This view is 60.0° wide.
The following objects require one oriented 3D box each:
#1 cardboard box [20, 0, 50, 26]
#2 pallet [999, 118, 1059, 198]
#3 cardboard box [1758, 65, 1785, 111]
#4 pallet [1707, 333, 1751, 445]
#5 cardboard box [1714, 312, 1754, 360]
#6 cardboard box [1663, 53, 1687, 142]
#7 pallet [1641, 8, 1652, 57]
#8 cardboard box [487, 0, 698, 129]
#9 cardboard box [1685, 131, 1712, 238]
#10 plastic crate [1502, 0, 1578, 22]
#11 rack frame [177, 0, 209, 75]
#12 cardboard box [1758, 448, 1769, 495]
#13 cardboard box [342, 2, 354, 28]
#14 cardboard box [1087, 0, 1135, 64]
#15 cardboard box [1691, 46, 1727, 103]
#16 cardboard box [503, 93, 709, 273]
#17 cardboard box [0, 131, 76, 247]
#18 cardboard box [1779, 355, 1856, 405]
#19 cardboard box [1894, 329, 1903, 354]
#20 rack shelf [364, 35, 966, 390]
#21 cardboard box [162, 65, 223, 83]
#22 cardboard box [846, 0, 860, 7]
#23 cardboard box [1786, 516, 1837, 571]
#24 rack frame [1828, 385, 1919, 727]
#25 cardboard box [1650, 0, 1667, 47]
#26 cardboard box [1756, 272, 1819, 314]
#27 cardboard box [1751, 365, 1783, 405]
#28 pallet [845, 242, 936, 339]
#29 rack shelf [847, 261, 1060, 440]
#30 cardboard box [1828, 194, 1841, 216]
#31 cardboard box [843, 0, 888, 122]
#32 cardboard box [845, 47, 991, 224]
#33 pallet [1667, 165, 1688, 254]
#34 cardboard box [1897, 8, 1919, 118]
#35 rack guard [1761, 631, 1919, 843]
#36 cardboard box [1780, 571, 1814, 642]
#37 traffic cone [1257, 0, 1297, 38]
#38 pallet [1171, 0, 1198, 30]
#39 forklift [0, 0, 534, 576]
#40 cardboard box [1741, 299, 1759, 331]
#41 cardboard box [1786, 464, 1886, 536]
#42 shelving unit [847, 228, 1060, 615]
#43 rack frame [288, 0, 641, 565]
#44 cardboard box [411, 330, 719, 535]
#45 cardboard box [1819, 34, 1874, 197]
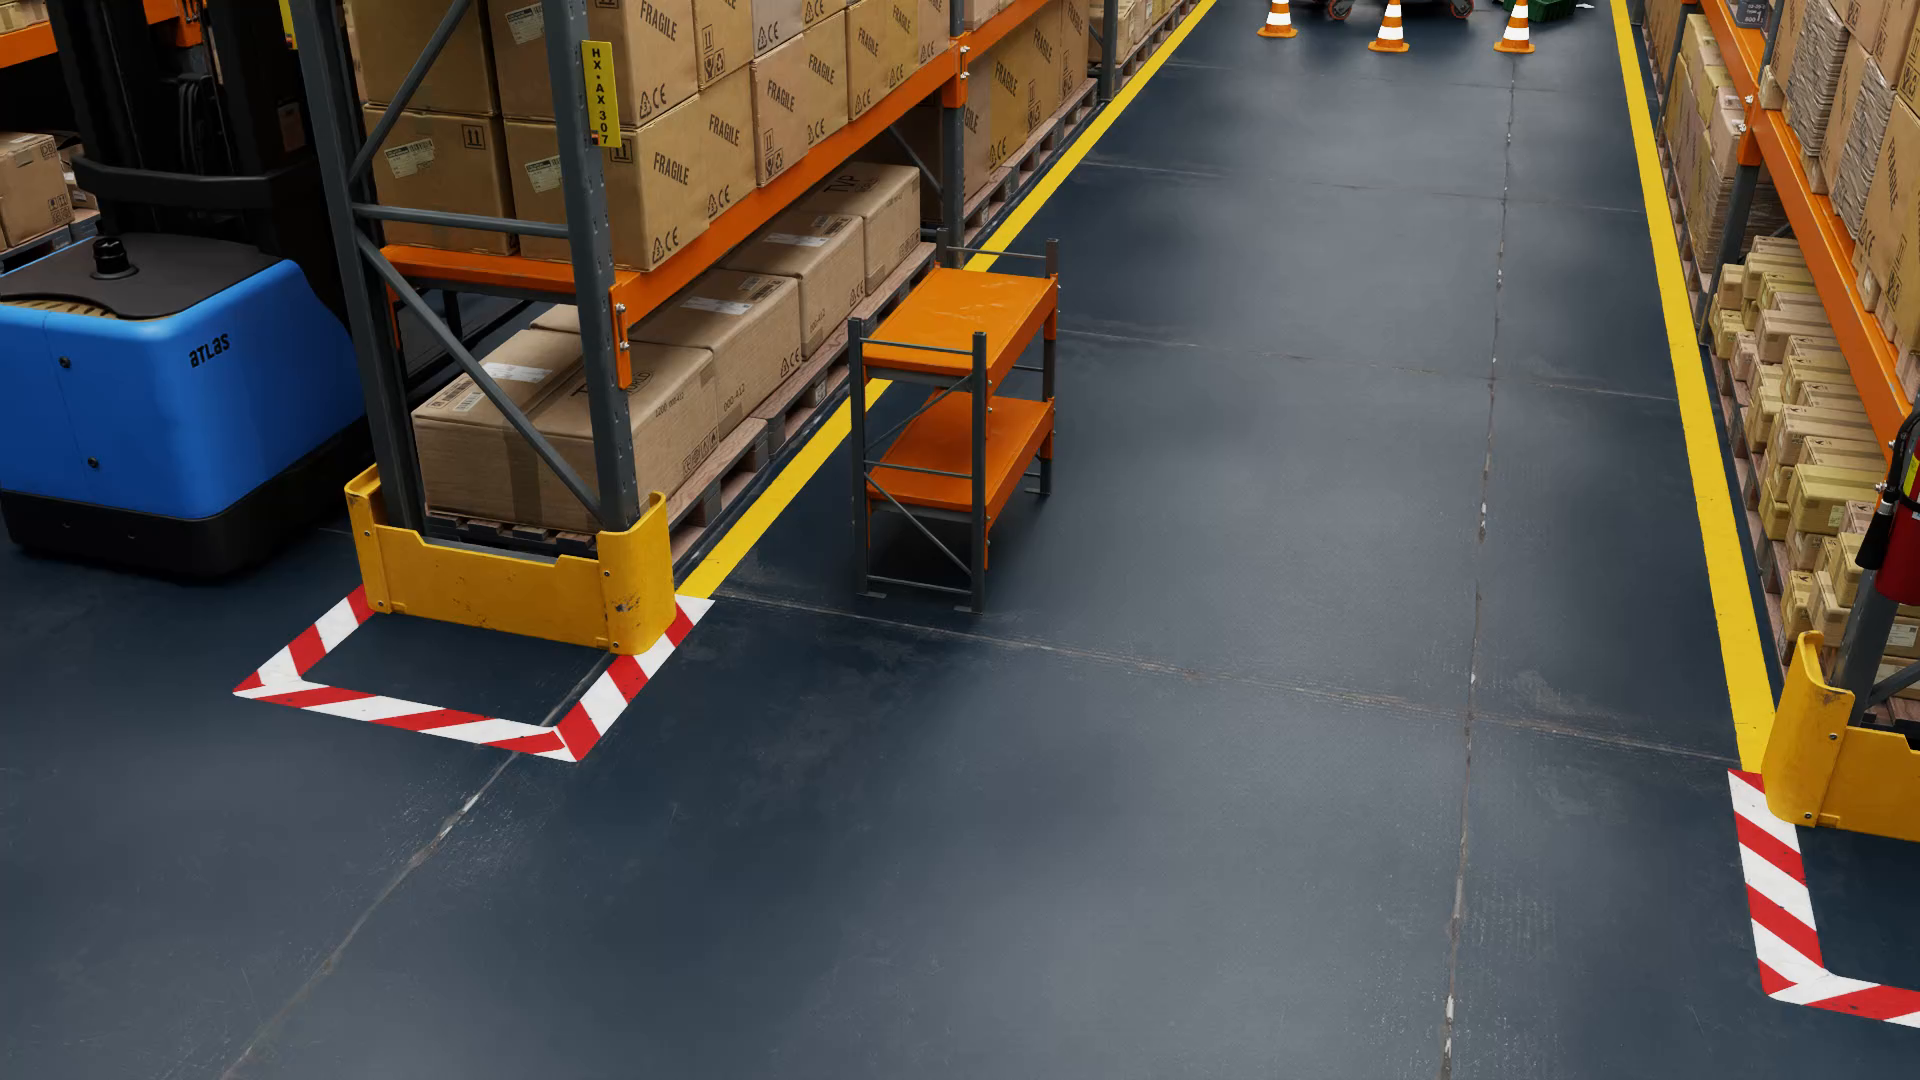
[{"bbox_3d":[-5.284,-2.964,9.251,0.380,0.149,0.250,9,30,16],"label":"cardboard box"},{"bbox_3d":[0.037,-2.637,11.274,1.003,0.211,1.213,8,30,15],"label":"pallet"},{"bbox_3d":[3.892,-2.064,7.632,0.380,0.149,0.250,10,31,17],"label":"cardboard box"},{"bbox_3d":[4.125,-0.723,7.832,1.003,0.211,1.213,8,30,15],"label":"pallet"},{"bbox_3d":[3.796,-0.949,7.871,0.380,0.149,0.250,9,30,16],"label":"cardboard box"},{"bbox_3d":[5.010,-2.916,11.046,0.500,0.500,0.500,7,30,13],"label":"cardboard box"},{"bbox_3d":[6.482,-4.388,14.421,1.003,0.211,1.213,8,30,15],"label":"pallet"},{"bbox_3d":[-1.235,-1.722,5.628,0.500,0.500,0.500,8,30,14],"label":"cardboard box"},{"bbox_3d":[4.415,-1.968,9.341,0.500,0.500,0.500,8,30,14],"label":"cardboard box"},{"bbox_3d":[5.435,-5.040,15.558,0.662,0.188,0.450,-24,47,-37],"label":"plastic crate"},{"bbox_3d":[-5.220,-3.624,10.179,1.000,3.000,0.127,8,30,15],"label":"rack frame"},{"bbox_3d":[3.382,-0.224,6.568,0.380,0.149,0.250,9,30,16],"label":"cardboard box"},{"bbox_3d":[-4.537,-3.743,11.866,0.380,0.149,0.250,10,30,17],"label":"cardboard box"},{"bbox_3d":[0.876,-4.073,13.257,0.950,0.372,0.625,6,30,11],"label":"cardboard box"},{"bbox_3d":[4.722,-2.786,10.041,0.500,0.250,0.500,9,30,15],"label":"cardboard box"},{"bbox_3d":[-1.233,-1.285,5.871,0.500,0.500,0.500,8,30,14],"label":"cardboard box"},{"bbox_3d":[-5.531,-2.001,9.401,0.700,0.500,0.500,7,30,13],"label":"cardboard box"},{"bbox_3d":[3.505,-0.603,6.637,0.380,0.149,0.250,9,30,15],"label":"cardboard box"},{"bbox_3d":[3.048,-0.592,4.987,0.380,0.149,0.250,8,30,15],"label":"cardboard box"},{"bbox_3d":[-1.061,-1.674,7.413,1.077,0.370,4.000,8,30,15],"label":"rack shelf"},{"bbox_3d":[-4.863,-2.908,11.031,0.500,0.500,0.500,10,31,17],"label":"cardboard box"},{"bbox_3d":[-0.646,-2.667,7.328,0.500,0.500,0.500,9,30,16],"label":"cardboard box"},{"bbox_3d":[3.147,0.005,5.850,0.380,0.149,0.250,7,30,13],"label":"cardboard box"},{"bbox_3d":[3.114,-0.399,4.382,1.000,3.000,0.127,8,30,15],"label":"rack frame"},{"bbox_3d":[6.253,-4.427,13.505,1.050,0.750,0.750,8,30,15],"label":"cardboard box"},{"bbox_3d":[3.824,-1.081,7.497,0.380,0.149,0.250,8,30,14],"label":"cardboard box"},{"bbox_3d":[3.530,-0.597,6.932,0.380,0.149,0.250,8,30,14],"label":"cardboard box"},{"bbox_3d":[-0.772,-1.357,8.972,1.003,0.211,1.213,8,30,15],"label":"pallet"},{"bbox_3d":[-0.002,-0.744,6.329,0.538,0.278,1.000,8,30,15],"label":"rack shelf"},{"bbox_3d":[3.517,-1.313,6.284,0.380,0.149,0.250,10,31,17],"label":"cardboard box"},{"bbox_3d":[-0.645,-2.234,7.577,0.500,0.500,0.500,8,30,14],"label":"cardboard box"},{"bbox_3d":[-0.368,-2.472,9.862,0.875,0.875,0.875,9,30,16],"label":"cardboard box"},{"bbox_3d":[4.871,-1.971,10.075,1.003,0.211,1.213,8,30,15],"label":"pallet"},{"bbox_3d":[3.159,-1.494,4.912,0.500,0.500,0.500,7,30,13],"label":"cardboard box"},{"bbox_3d":[3.136,0.658,5.054,1.175,0.500,0.348,8,30,15],"label":"rack guard"},{"bbox_3d":[3.048,0.255,5.708,0.380,0.149,0.250,9,30,16],"label":"cardboard box"},{"bbox_3d":[2.849,-4.751,14.814,0.336,0.463,0.334,8,30,15],"label":"traffic cone"},{"bbox_3d":[1.647,-5.055,15.620,1.003,0.211,1.213,8,30,15],"label":"pallet"},{"bbox_3d":[-2.876,-1.846,7.053,1.130,2.935,3.031,8,30,15],"label":"forklift"},{"bbox_3d":[3.887,-1.073,7.788,0.380,0.149,0.250,9,30,15],"label":"cardboard box"},{"bbox_3d":[3.110,-0.126,5.780,0.380,0.149,0.250,8,30,14],"label":"cardboard box"},{"bbox_3d":[-0.002,-0.488,6.471,0.538,1.125,1.048,8,30,15],"label":"shelving unit"},{"bbox_3d":[-1.648,-1.059,5.568,1.000,3.000,0.127,8,30,15],"label":"rack frame"},{"bbox_3d":[-1.550,-0.444,6.666,0.875,0.438,0.875,7,30,13],"label":"cardboard box"},{"bbox_3d":[3.452,-1.525,5.996,0.500,0.500,0.500,10,31,17],"label":"cardboard box"}]
